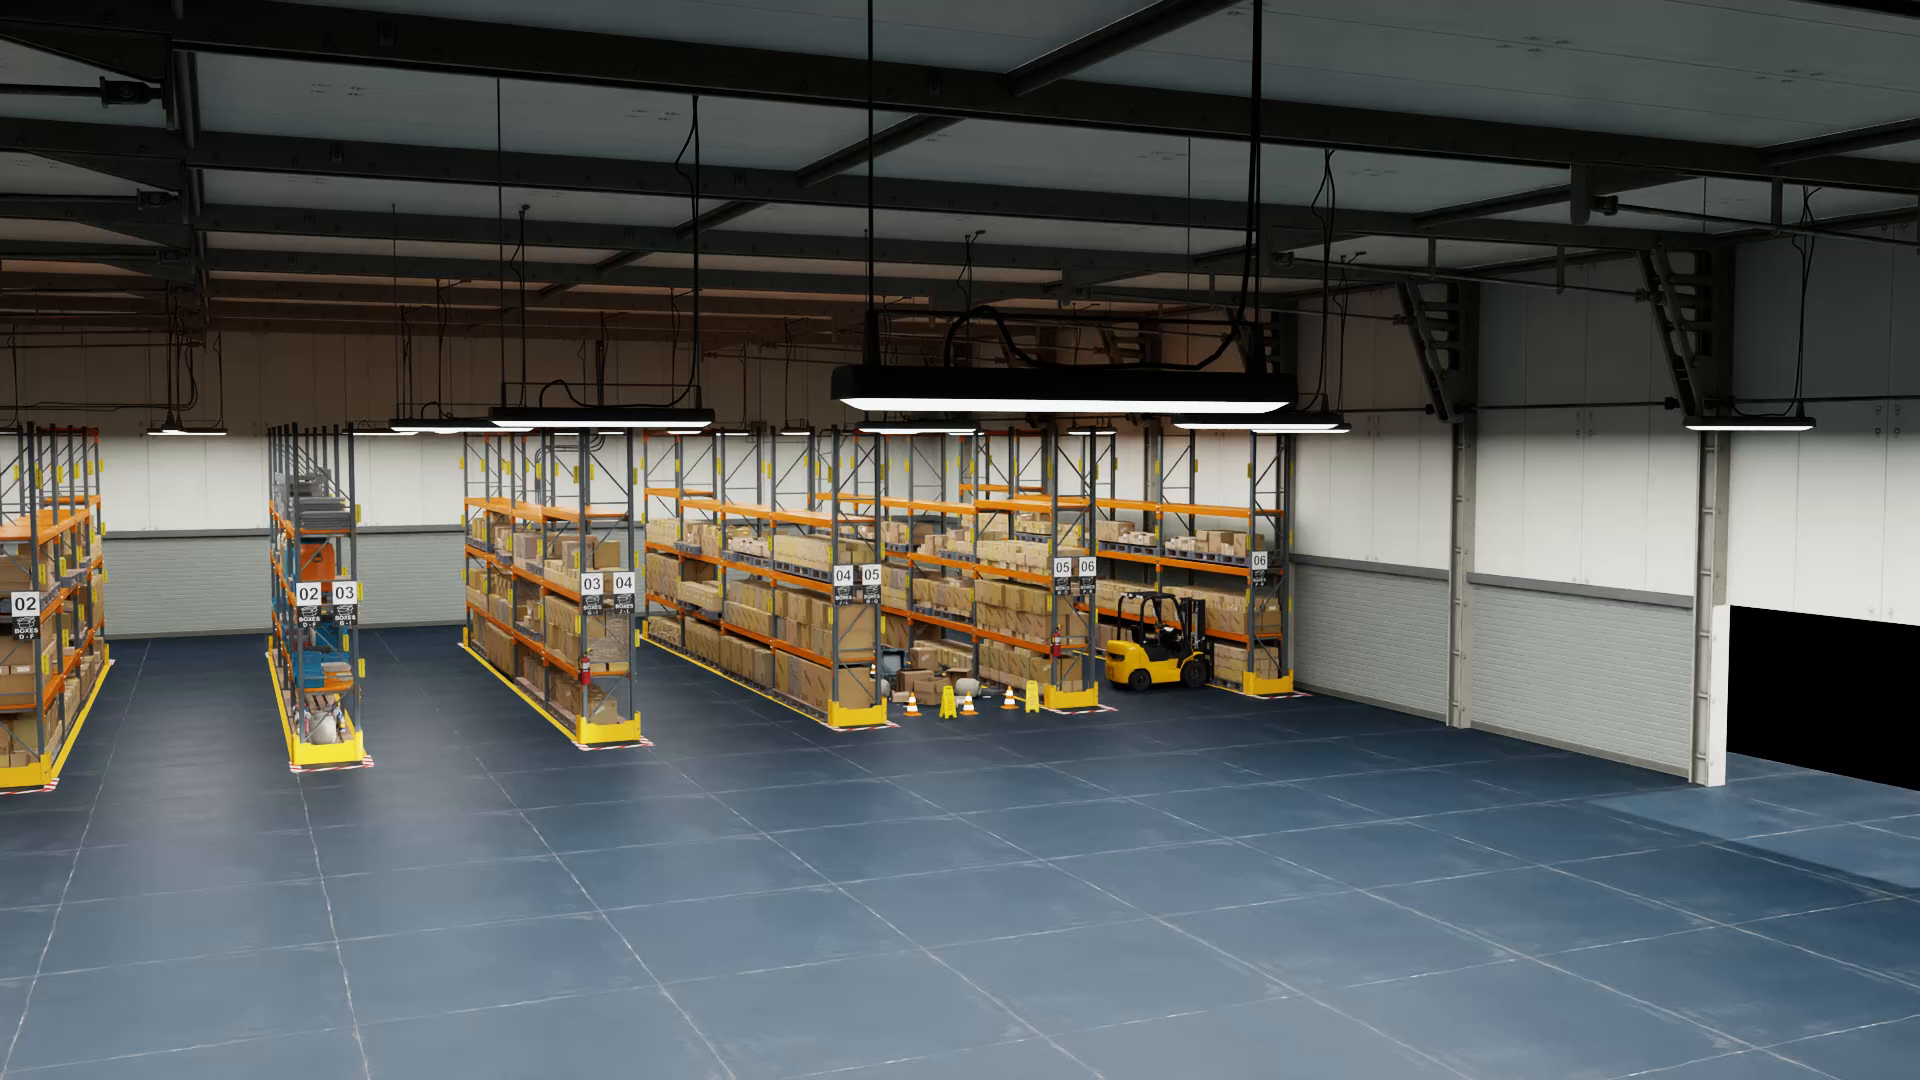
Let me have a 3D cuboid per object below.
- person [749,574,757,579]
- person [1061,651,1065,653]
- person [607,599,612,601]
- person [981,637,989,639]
[{"bbox_3d":[-6.258,1.833,50.127,0.885,1.638,0.464,-3,5,-39],"label":"person"},{"bbox_3d":[2.461,2.428,41.389,0.422,1.612,0.622,-2,4,-29],"label":"person"},{"bbox_3d":[-10.460,1.864,48.963,0.660,1.708,1.085,-1,4,-20],"label":"person"},{"bbox_3d":[0.735,1.970,47.378,0.453,1.719,0.571,2,4,24],"label":"person"}]
